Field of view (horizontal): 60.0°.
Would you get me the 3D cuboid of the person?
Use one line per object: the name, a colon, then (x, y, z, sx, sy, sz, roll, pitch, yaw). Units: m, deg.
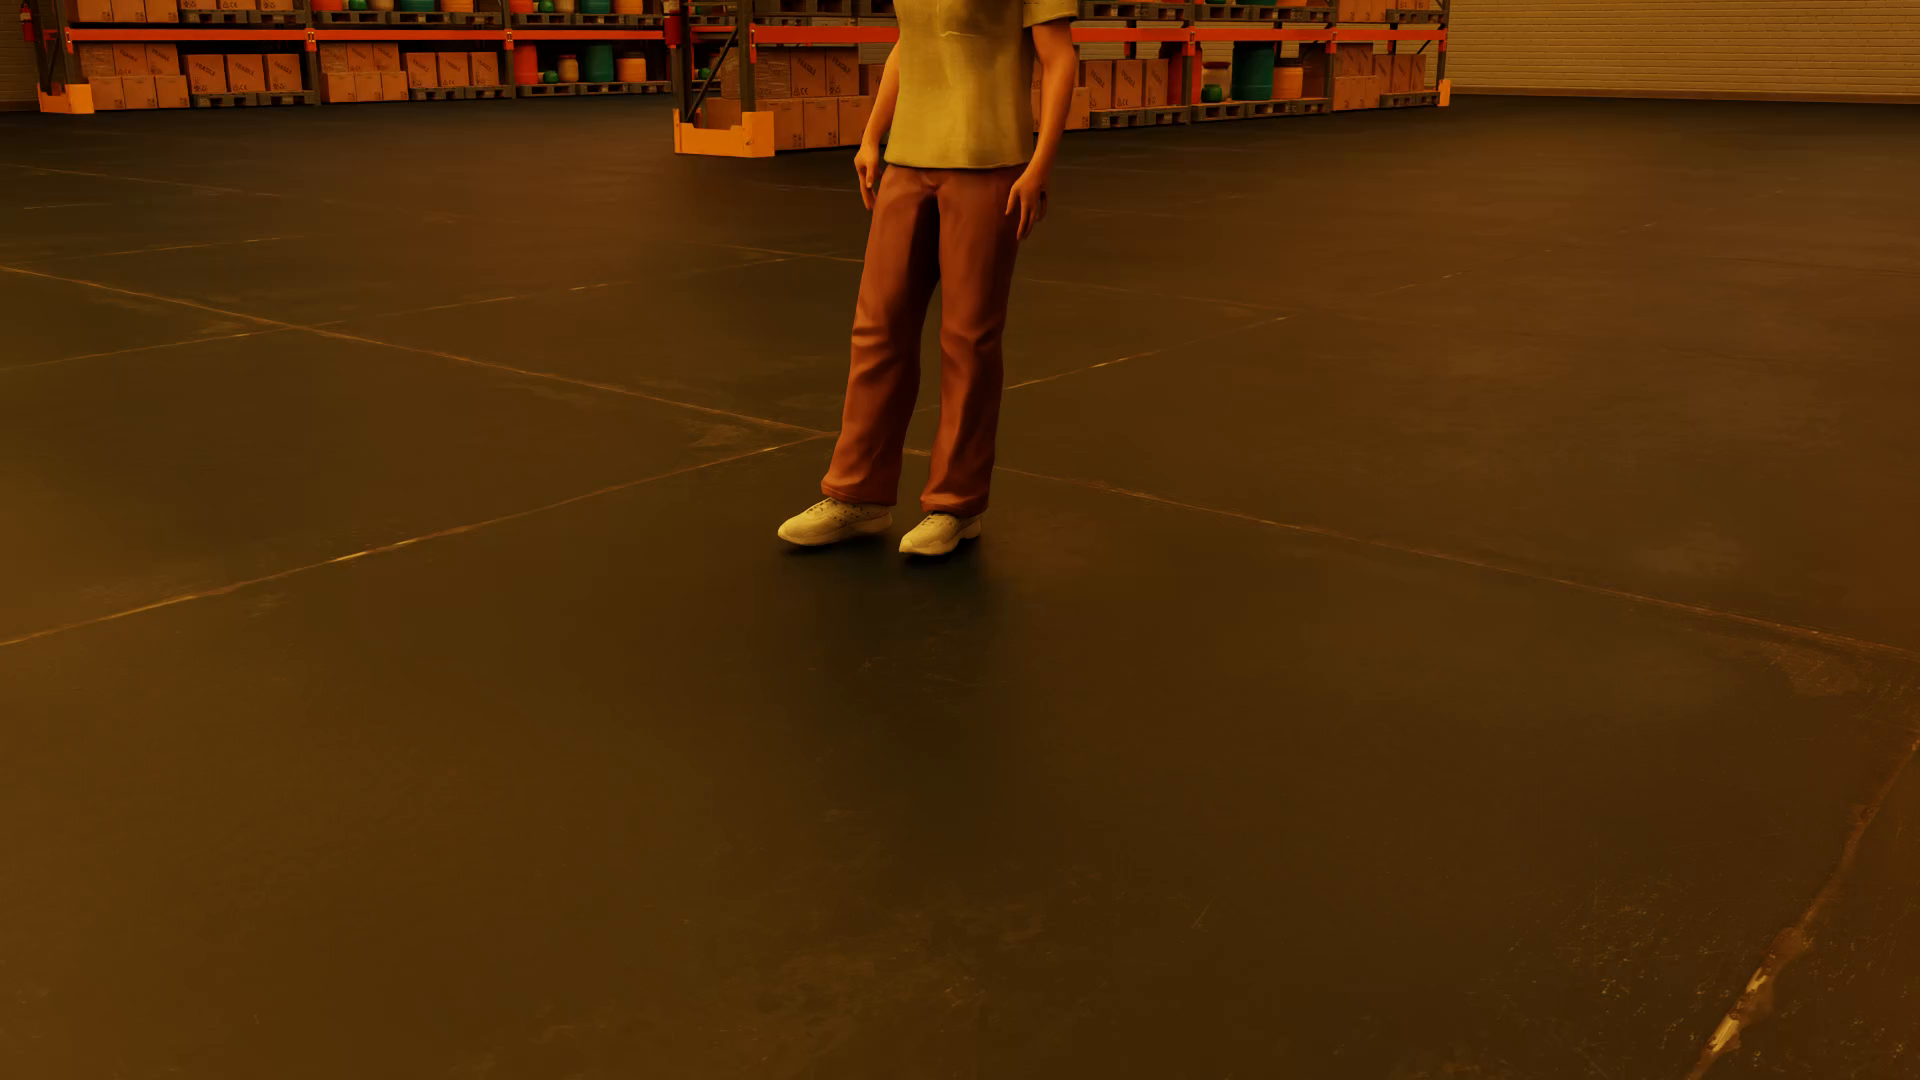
person: (-0.055, -0.794, 3.649, 0.555, 1.675, 0.549, 13, 21, 37)
